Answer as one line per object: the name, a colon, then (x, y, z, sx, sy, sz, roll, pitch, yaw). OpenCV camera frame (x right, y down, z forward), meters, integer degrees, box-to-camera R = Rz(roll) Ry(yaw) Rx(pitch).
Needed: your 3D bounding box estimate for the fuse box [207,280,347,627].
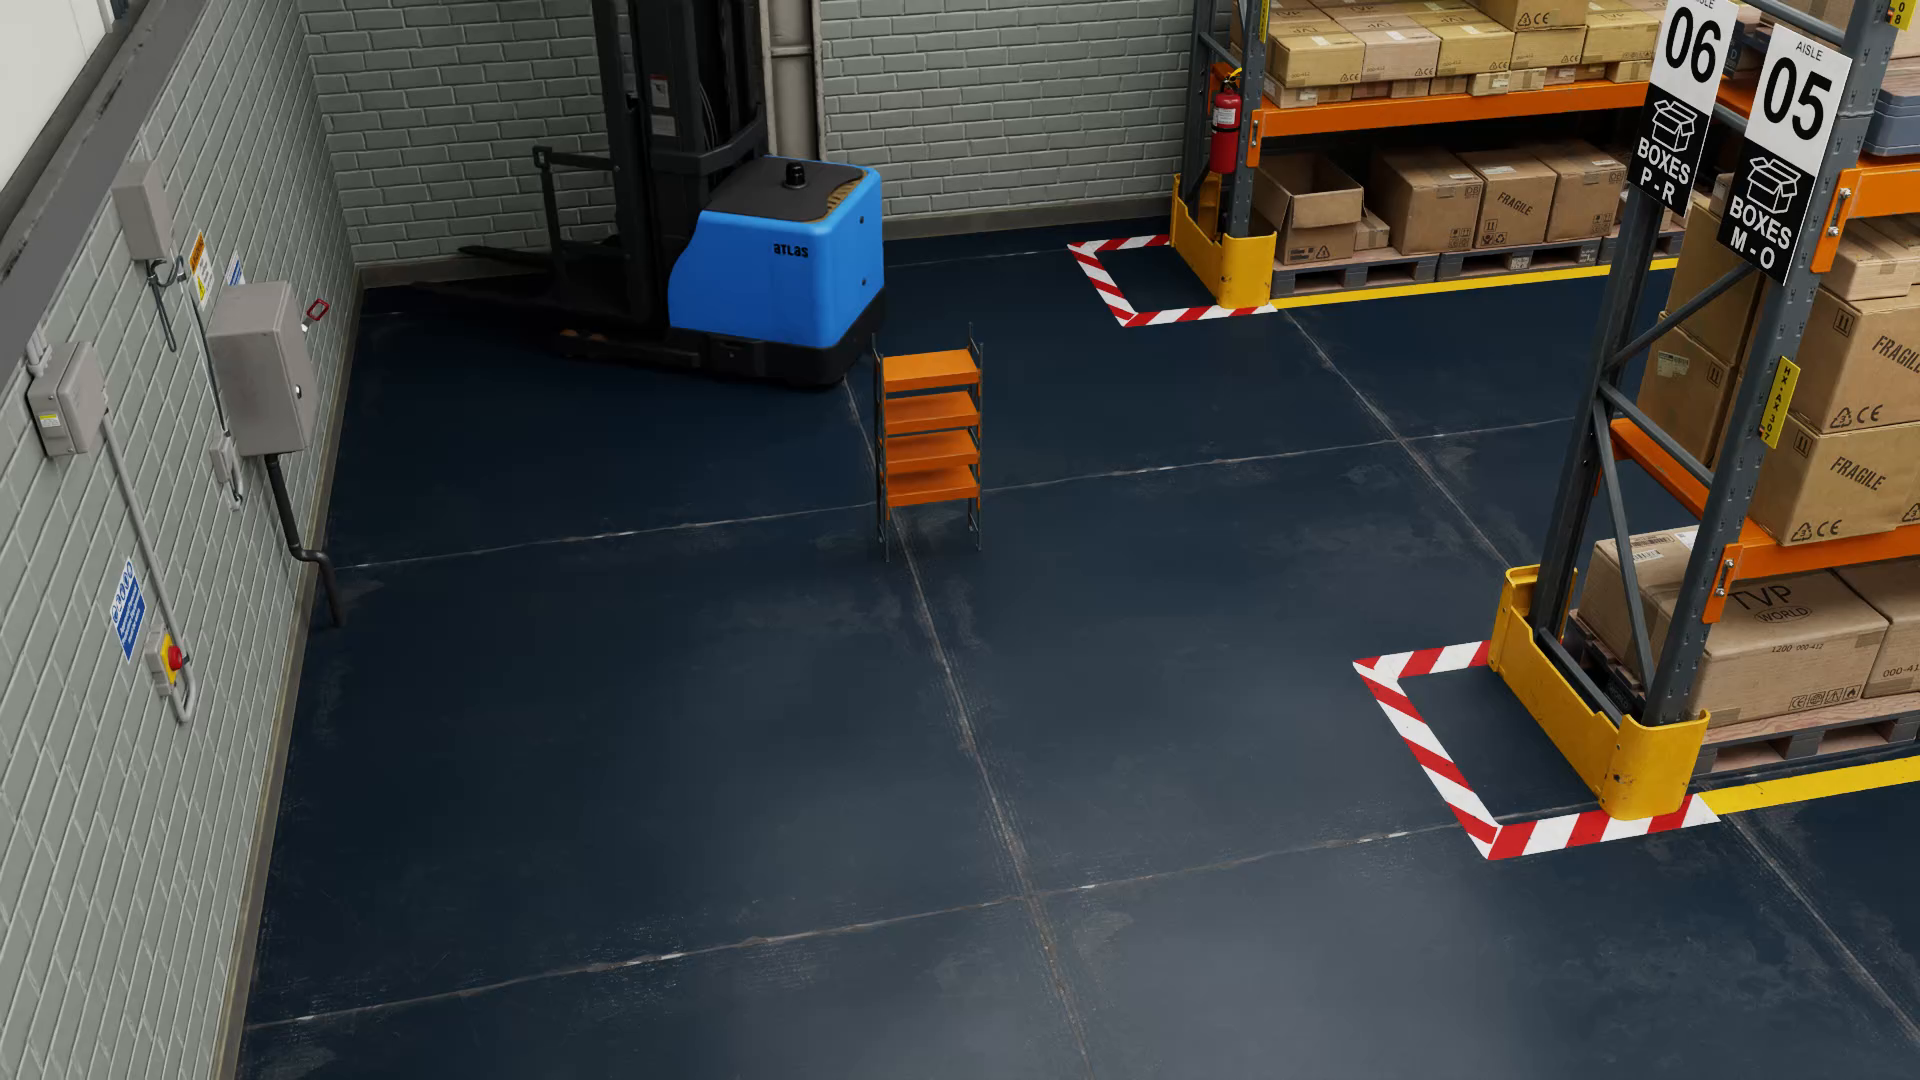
fuse box: (-3.010, -0.318, 7.688, 0.414, 1.711, 0.539, -7, 35, -11)

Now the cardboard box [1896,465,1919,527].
cardboard box: (3.825, -0.421, 6.595, 0.500, 0.500, 0.500, -8, 35, -11)

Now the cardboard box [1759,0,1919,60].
cardboard box: (3.225, -1.902, 5.869, 0.500, 0.250, 0.500, -10, 35, -15)

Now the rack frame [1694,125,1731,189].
rack frame: (5.609, -3.588, 11.405, 0.127, 3.000, 1.000, -7, 35, -11)

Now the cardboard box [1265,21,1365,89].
cardboard box: (2.209, -3.067, 10.496, 0.500, 0.250, 0.500, -7, 34, -10)

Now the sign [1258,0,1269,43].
sign: (1.827, -3.161, 9.991, 0.005, 0.325, 0.100, -7, 35, -11)

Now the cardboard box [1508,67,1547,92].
cardboard box: (3.608, -3.058, 10.841, 0.250, 0.149, 0.380, -6, 34, -9)

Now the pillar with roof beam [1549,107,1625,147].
pillar with roof beam: (5.681, -4.144, 6.849, 0.400, 9.000, 9.100, -7, 35, -11)

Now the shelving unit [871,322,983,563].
shelving unit: (-0.161, -0.478, 8.385, 0.503, 1.200, 0.258, -7, 35, -11)

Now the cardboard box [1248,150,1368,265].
cardboard box: (2.325, -2.258, 11.286, 0.637, 0.503, 0.797, -9, 35, -12)

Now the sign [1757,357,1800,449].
sign: (2.923, -0.489, 5.939, 0.005, 0.325, 0.100, -7, 35, -11)

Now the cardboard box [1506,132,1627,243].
cardboard box: (4.180, -2.468, 11.602, 0.500, 0.500, 0.700, -8, 35, -12)

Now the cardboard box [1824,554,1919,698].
cardboard box: (4.319, 0.238, 7.626, 0.875, 0.438, 0.875, -6, 34, -9)

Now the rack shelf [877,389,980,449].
rack shelf: (-0.161, -0.608, 8.298, 0.480, 0.148, 0.258, -7, 35, -11)

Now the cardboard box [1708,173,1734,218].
cardboard box: (3.112, -1.278, 6.393, 0.250, 0.149, 0.380, -7, 34, -10)

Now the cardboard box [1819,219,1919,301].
cardboard box: (3.213, -1.018, 6.006, 0.250, 0.149, 0.380, -6, 34, -10)

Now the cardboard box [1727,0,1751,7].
cardboard box: (5.166, -3.454, 11.073, 0.500, 0.250, 0.500, -6, 34, -9)

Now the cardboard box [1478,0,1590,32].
cardboard box: (3.672, -3.563, 10.562, 0.500, 0.500, 0.500, -6, 34, -9)

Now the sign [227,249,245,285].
sign: (-3.321, -1.056, 7.717, 0.001, 0.494, 0.329, -7, 35, -11)

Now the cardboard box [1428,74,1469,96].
cardboard box: (3.093, -3.024, 10.790, 0.250, 0.149, 0.380, -7, 34, -10)

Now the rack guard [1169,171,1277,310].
rack guard: (1.782, -2.068, 11.382, 0.348, 0.500, 1.175, -7, 35, -11)

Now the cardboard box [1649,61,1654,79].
cardboard box: (4.595, -3.201, 11.053, 0.250, 0.149, 0.380, -6, 34, -9)

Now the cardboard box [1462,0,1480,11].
cardboard box: (3.595, -3.543, 11.206, 0.500, 0.250, 0.500, -7, 35, -11)

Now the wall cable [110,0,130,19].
wall cable: (-3.421, -3.981, 6.573, 0.133, 3.039, 2.988, -7, 35, -11)

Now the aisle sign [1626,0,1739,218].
aisle sign: (2.668, -1.638, 6.166, 0.004, 0.787, 0.394, -7, 35, -11)

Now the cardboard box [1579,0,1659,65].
cardboard box: (4.191, -3.330, 10.888, 0.500, 0.250, 0.500, -7, 35, -11)

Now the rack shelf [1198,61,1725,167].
rack shelf: (3.658, -3.043, 11.239, 4.000, 0.370, 1.077, -7, 35, -11)

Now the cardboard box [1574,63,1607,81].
cardboard box: (4.075, -3.183, 11.027, 0.250, 0.149, 0.380, -7, 34, -10)

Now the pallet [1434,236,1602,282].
pallet: (3.747, -2.194, 11.830, 1.213, 0.211, 1.003, -7, 35, -11)

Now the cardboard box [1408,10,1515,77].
cardboard box: (3.195, -3.193, 10.684, 0.500, 0.250, 0.500, -8, 35, -11)

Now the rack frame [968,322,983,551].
rack frame: (0.077, -0.508, 8.430, 0.015, 1.200, 0.240, -7, 35, -11)

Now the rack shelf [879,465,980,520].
rack shelf: (-0.161, -0.257, 8.533, 0.480, 0.148, 0.258, -7, 35, -11)

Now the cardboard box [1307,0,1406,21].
cardboard box: (2.601, -3.421, 11.024, 0.500, 0.250, 0.500, -7, 35, -10)

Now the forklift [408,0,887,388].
forklift: (-2.046, -2.608, 10.005, 3.031, 2.935, 1.130, 10, 35, 14)

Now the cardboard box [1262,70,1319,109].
cardboard box: (2.089, -2.883, 10.580, 0.250, 0.149, 0.380, -7, 35, -11)

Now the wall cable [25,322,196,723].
wall cable: (-2.688, -0.128, 5.309, 0.123, 1.953, 0.585, -7, 35, -11)

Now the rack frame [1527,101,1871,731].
rack frame: (2.806, -0.399, 6.653, 0.127, 3.000, 1.000, -7, 35, -11)

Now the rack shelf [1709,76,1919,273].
rack shelf: (4.757, -1.592, 6.384, 4.000, 0.370, 1.077, -7, 35, -11)

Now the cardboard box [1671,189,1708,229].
cardboard box: (5.130, -2.350, 11.742, 0.250, 0.149, 0.380, -8, 35, -12)

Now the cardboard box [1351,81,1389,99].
cardboard box: (2.575, -2.991, 10.740, 0.250, 0.149, 0.380, -8, 35, -11)

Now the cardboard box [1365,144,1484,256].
cardboard box: (3.167, -2.340, 11.412, 0.500, 0.500, 0.700, -6, 34, -9)

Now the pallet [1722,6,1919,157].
pallet: (3.527, -1.705, 5.986, 1.213, 0.211, 1.003, -7, 35, -11)

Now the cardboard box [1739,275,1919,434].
cardboard box: (3.337, -0.760, 6.203, 0.500, 0.500, 0.500, -8, 35, -12)

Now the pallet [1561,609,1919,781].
pallet: (3.569, 0.618, 7.640, 1.213, 0.211, 1.003, -7, 35, -11)
